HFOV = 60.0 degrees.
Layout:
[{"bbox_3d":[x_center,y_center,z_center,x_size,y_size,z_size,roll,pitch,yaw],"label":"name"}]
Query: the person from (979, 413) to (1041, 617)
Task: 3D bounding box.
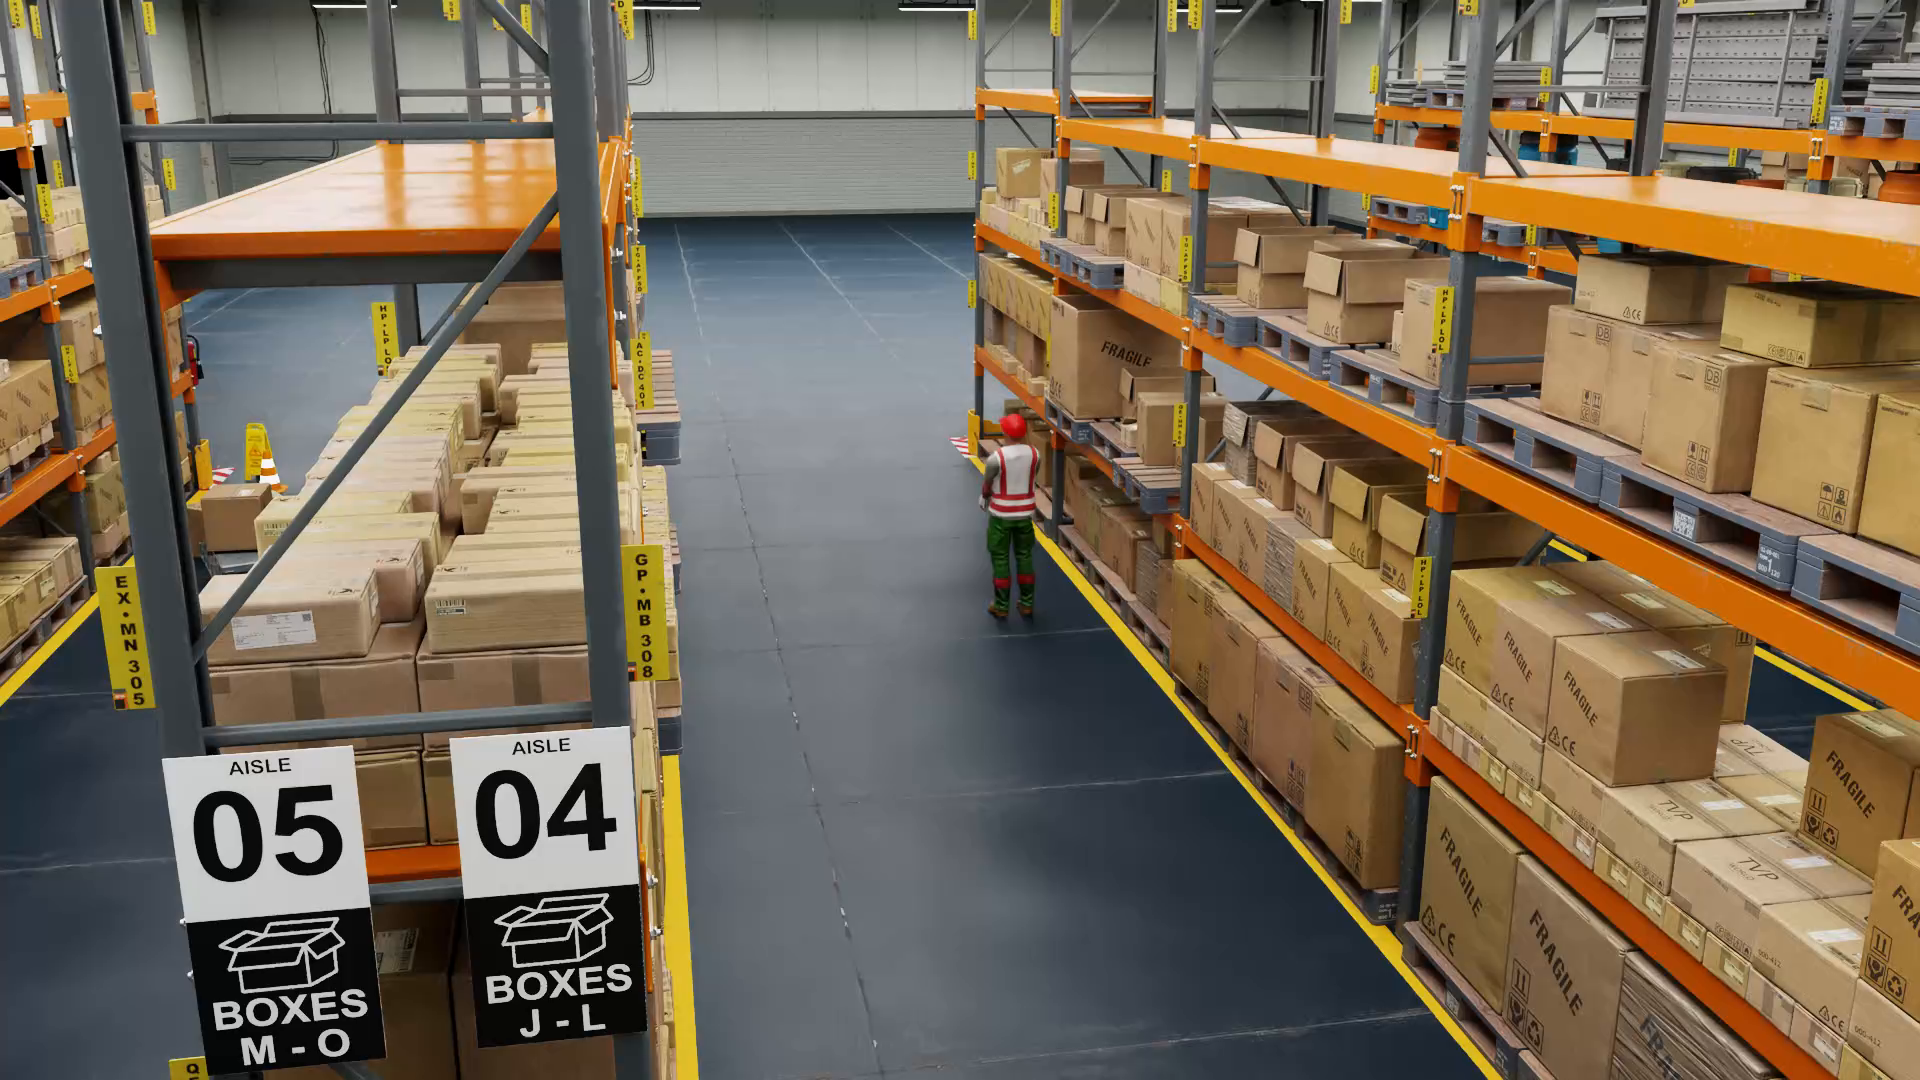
[{"bbox_3d":[0.402,-0.241,14.316,0.515,1.793,0.552,-7,17,-21],"label":"person"}]
